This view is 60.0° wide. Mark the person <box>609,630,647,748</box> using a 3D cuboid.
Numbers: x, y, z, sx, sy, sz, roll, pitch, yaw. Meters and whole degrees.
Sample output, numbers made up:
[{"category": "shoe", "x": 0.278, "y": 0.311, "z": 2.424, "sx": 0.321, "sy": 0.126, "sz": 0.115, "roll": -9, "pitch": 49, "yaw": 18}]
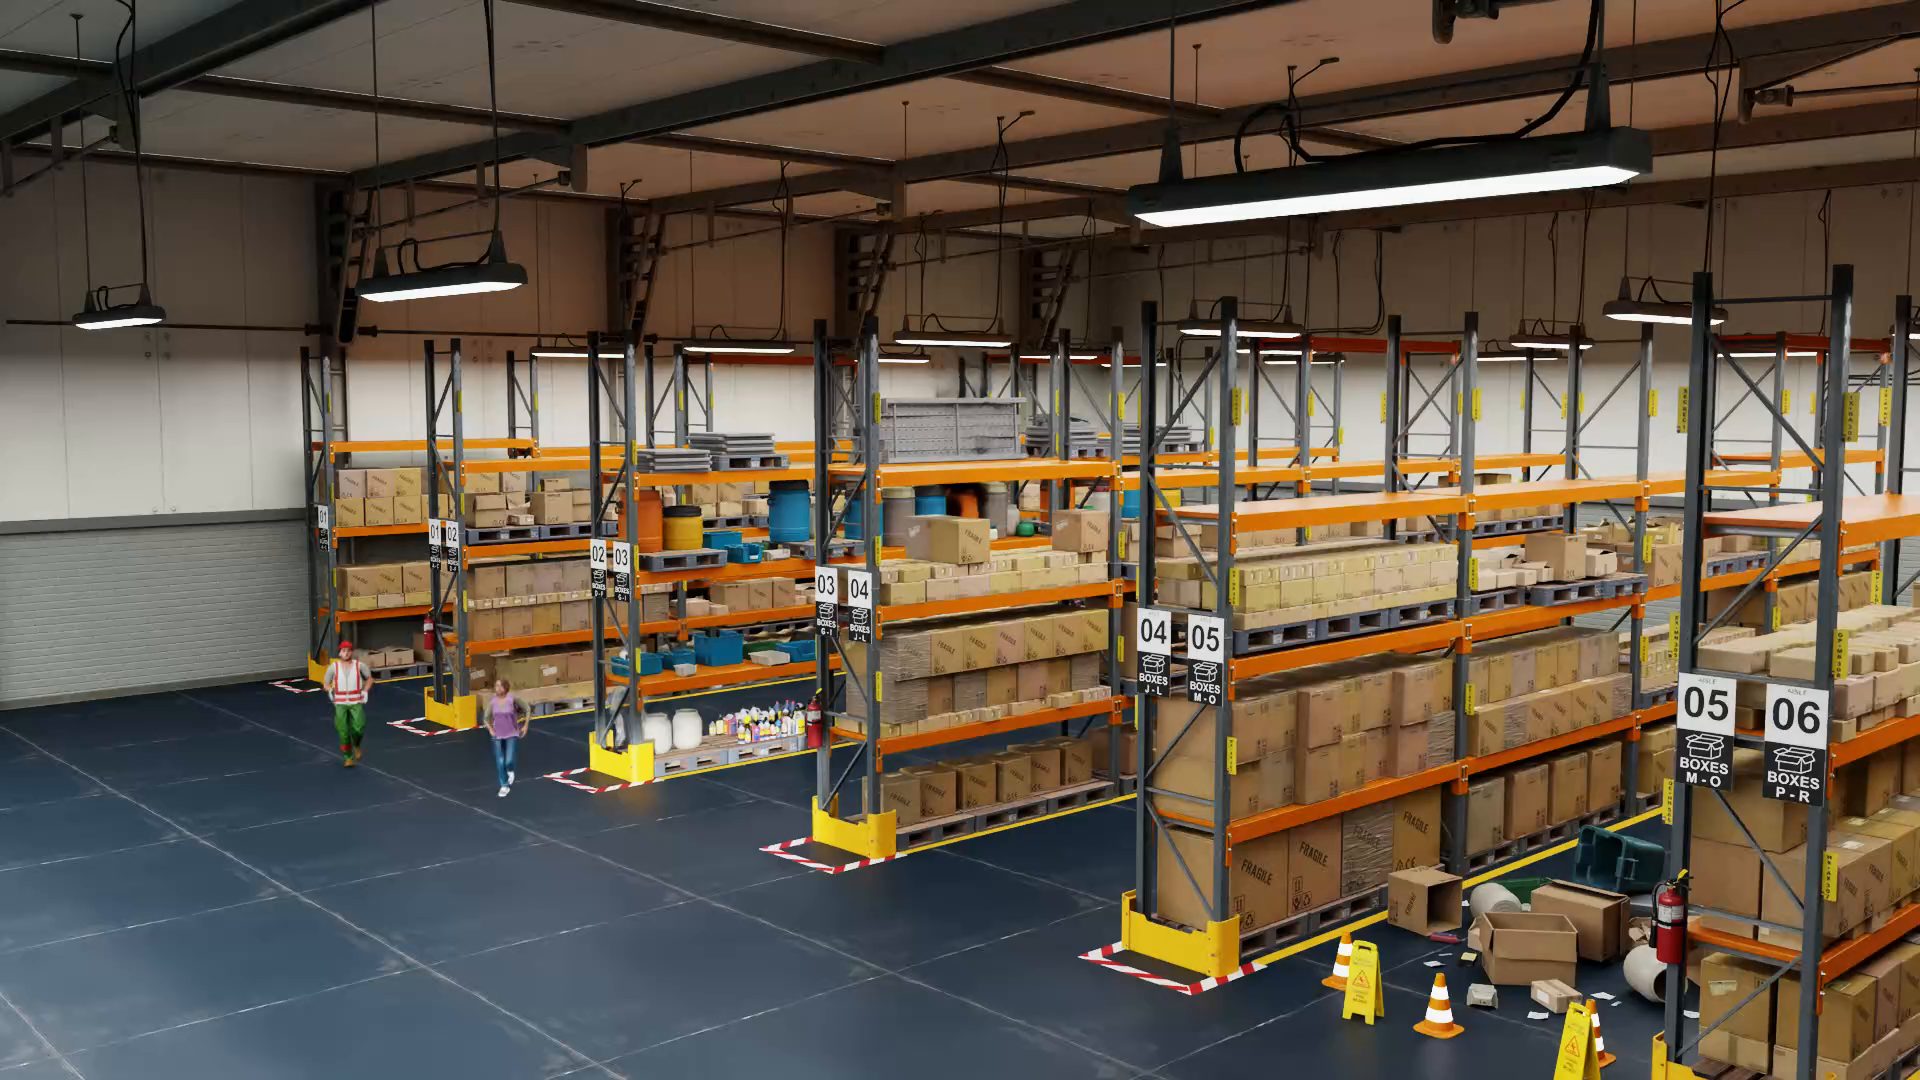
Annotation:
[{"category": "person", "x": -4.854, "y": 2.182, "z": 24.405, "sx": 0.576, "sy": 1.744, "sz": 0.719, "roll": 4, "pitch": 6, "yaw": 39}]

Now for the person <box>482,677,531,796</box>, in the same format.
[{"category": "person", "x": -5.804, "y": 2.529, "z": 21.253, "sx": 0.575, "sy": 1.559, "sz": 0.609, "roll": 0, "pitch": 5, "yaw": -3}]

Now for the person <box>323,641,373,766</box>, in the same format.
[{"category": "person", "x": -8.456, "y": 2.270, "z": 22.995, "sx": 0.649, "sy": 1.740, "sz": 0.601, "roll": -2, "pitch": 5, "yaw": -18}]
